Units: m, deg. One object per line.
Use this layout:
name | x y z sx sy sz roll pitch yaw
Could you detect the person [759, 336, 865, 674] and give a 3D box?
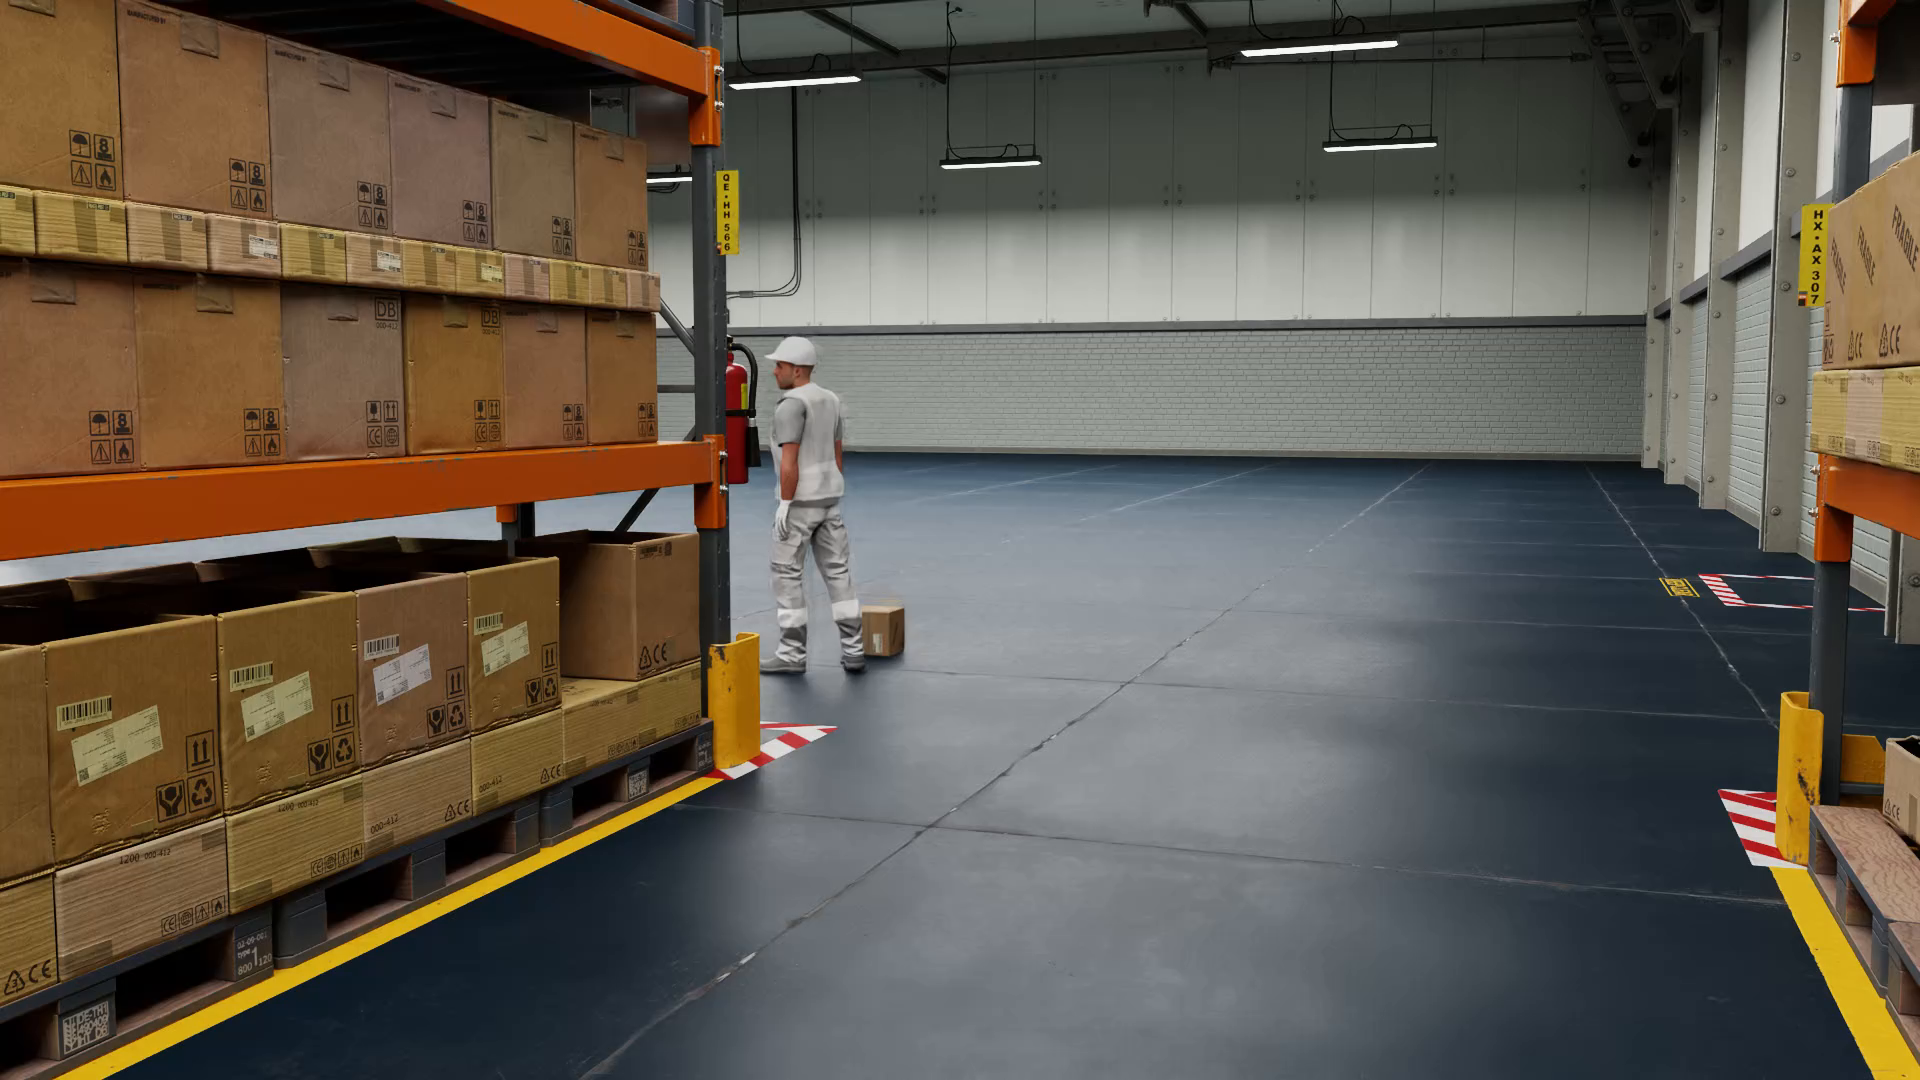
person | -0.801 -0.183 8.842 0.564 1.788 0.570 3 6 31
